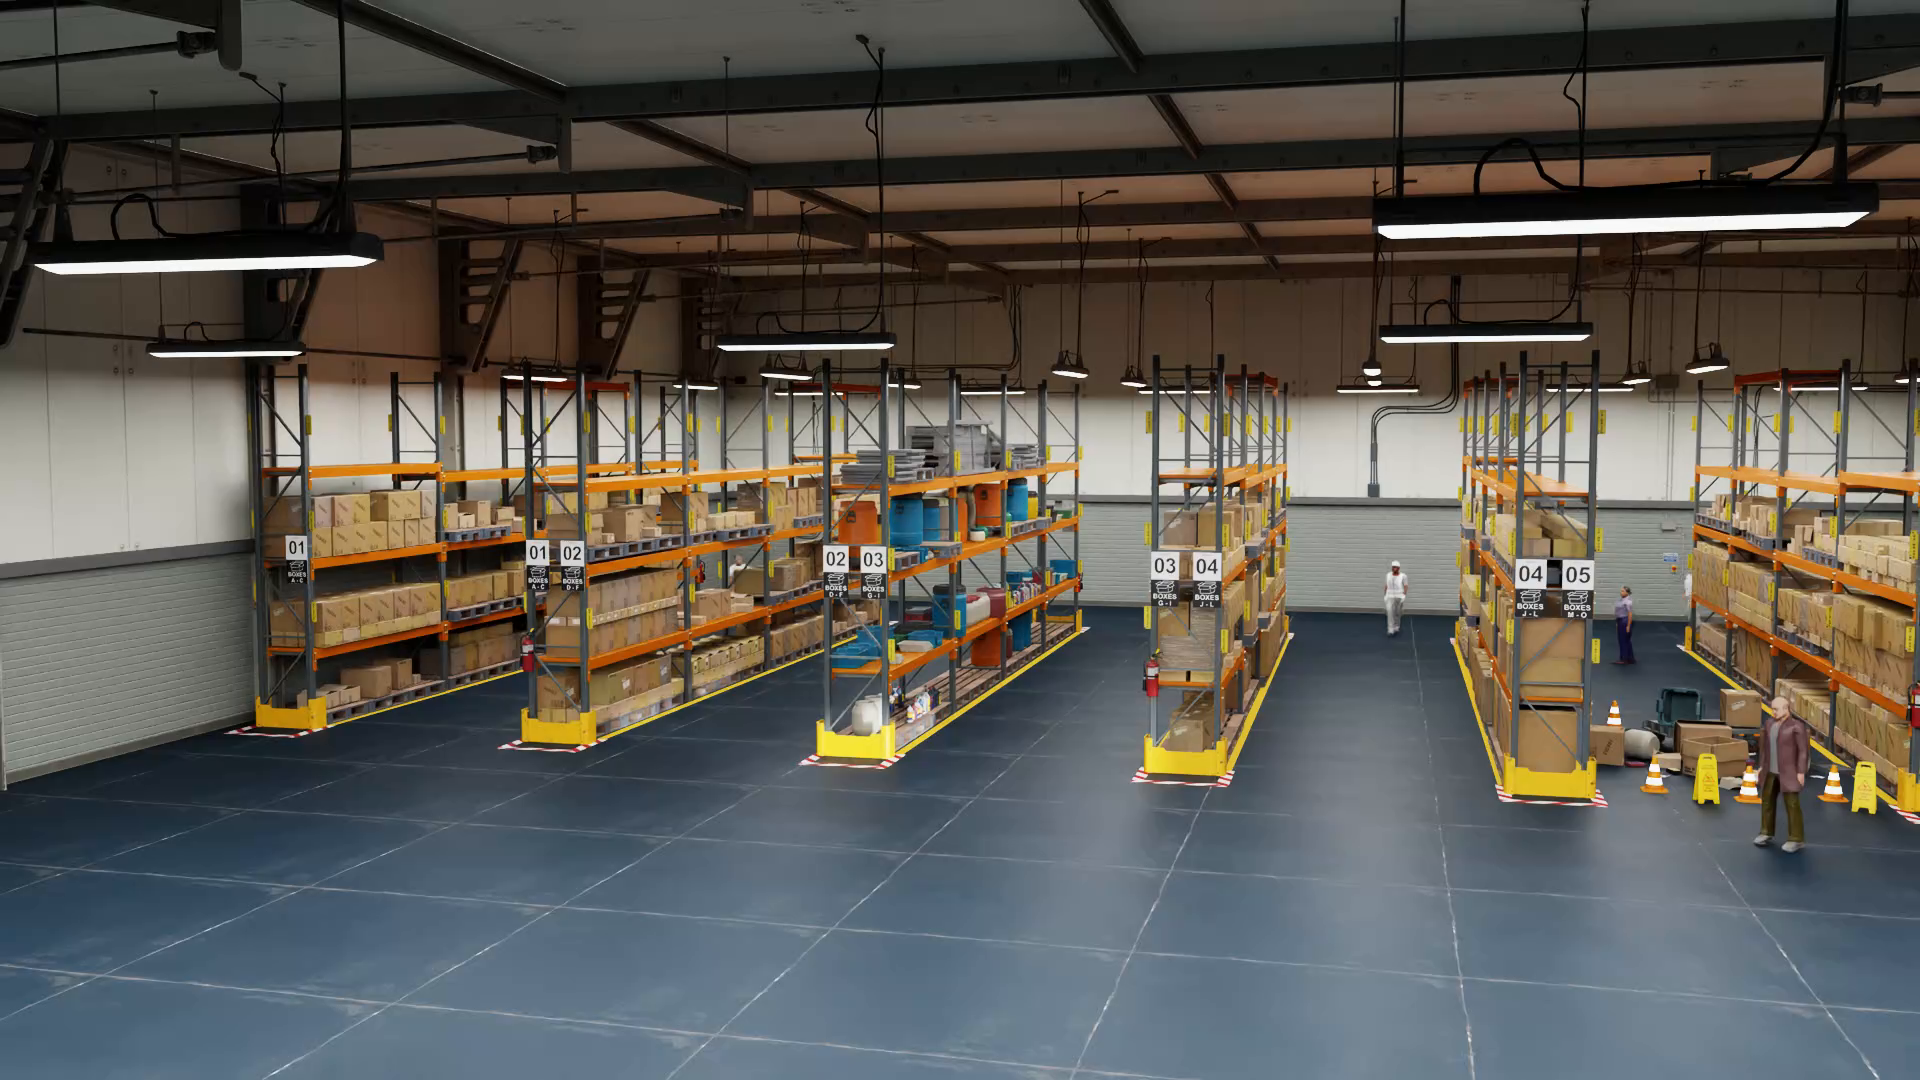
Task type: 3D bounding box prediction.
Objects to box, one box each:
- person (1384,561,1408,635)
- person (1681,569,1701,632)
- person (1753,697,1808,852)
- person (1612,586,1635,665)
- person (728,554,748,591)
[{"bbox_3d":[10.412,1.374,39.678,0.536,1.727,1.056,1,4,12],"label":"person"},{"bbox_3d":[17.673,1.421,40.081,0.553,1.719,0.498,-1,4,-8],"label":"person"},{"bbox_3d":[9.689,2.747,19.703,0.431,1.782,0.630,-2,4,-28],"label":"person"},{"bbox_3d":[13.922,1.789,34.827,0.421,1.653,0.510,2,4,25],"label":"person"},{"bbox_3d":[-5.610,1.206,42.331,0.590,1.698,1.026,-1,4,-9],"label":"person"}]
